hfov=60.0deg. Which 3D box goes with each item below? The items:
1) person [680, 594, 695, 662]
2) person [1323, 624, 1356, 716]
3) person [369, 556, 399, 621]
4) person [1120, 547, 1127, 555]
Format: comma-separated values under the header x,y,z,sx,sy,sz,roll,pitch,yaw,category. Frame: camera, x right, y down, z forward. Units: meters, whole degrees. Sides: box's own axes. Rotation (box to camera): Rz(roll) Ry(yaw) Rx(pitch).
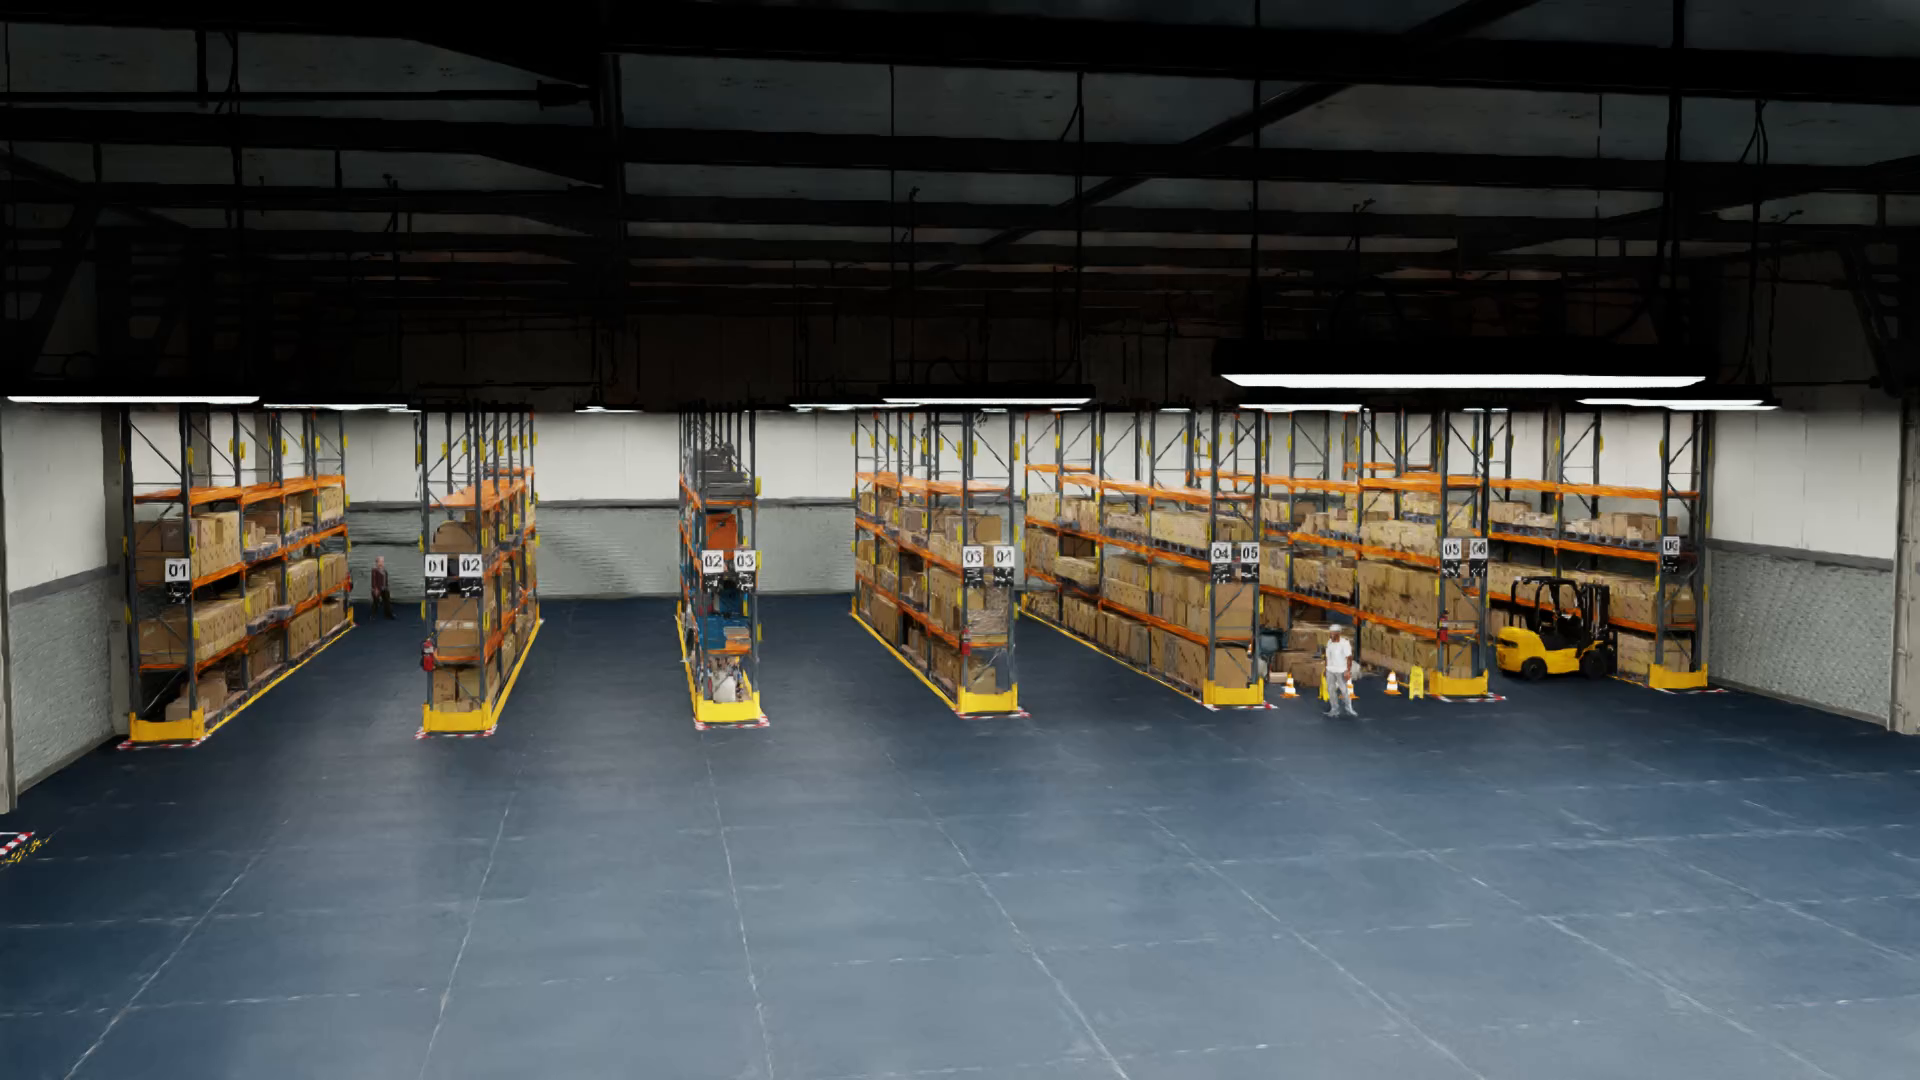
x,y,z,sx,sy,sz,roll,pitch,yaw,category
-6.049,2.008,38.077,0.577,1.583,0.506,3,5,33,person
7.211,2.468,31.641,0.540,1.759,0.659,-3,5,-38,person
-16.074,1.338,46.196,0.577,1.759,0.766,2,5,23,person
4.812,1.114,49.220,0.501,1.791,0.650,0,4,0,person
